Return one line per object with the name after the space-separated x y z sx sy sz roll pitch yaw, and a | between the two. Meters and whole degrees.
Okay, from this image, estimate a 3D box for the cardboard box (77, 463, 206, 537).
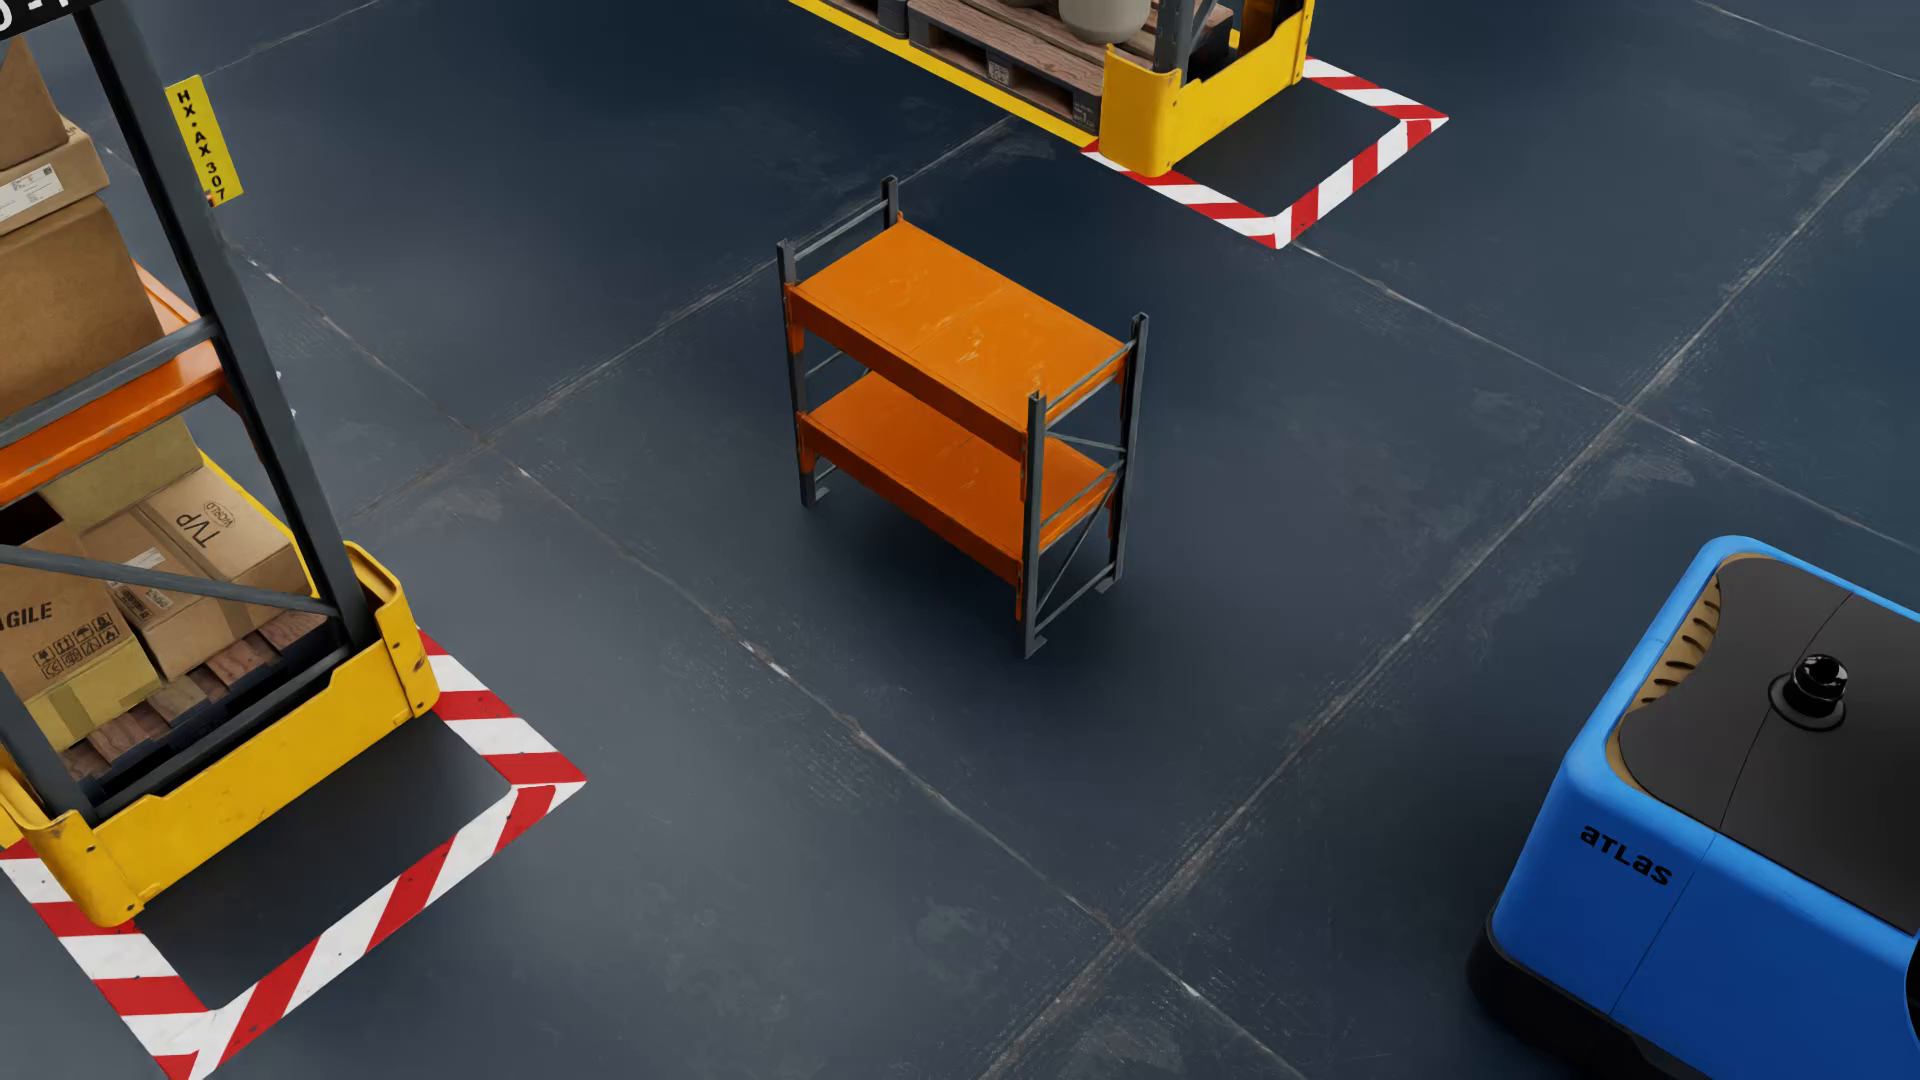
-2.780 -0.149 5.430 0.500 0.250 0.500 34 55 28 | cardboard box

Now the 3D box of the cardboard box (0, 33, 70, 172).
-2.540 -1.058 3.728 0.500 0.500 0.700 34 55 28 | cardboard box

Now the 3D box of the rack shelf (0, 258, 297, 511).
-3.636 -1.059 5.180 4.000 0.370 1.077 34 55 28 | rack shelf

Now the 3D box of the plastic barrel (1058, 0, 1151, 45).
0.660 -2.545 7.500 0.421 0.512 0.421 0 47 0 | plastic barrel

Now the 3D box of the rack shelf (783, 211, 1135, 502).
-0.005 -0.589 5.130 1.000 0.278 0.538 34 55 28 | rack shelf

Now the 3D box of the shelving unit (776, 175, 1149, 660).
-0.005 -0.388 5.343 1.048 1.125 0.538 34 55 28 | shelving unit

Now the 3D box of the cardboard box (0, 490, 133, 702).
-2.763 0.119 4.665 0.500 0.500 0.500 34 55 28 | cardboard box

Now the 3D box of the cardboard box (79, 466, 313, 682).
-2.410 0.097 5.200 0.500 0.250 0.500 34 55 28 | cardboard box

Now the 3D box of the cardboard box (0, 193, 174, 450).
-2.501 -0.588 4.176 0.500 0.500 0.700 34 55 28 | cardboard box

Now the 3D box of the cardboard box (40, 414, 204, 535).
-2.779 -0.406 5.157 0.500 0.500 0.500 34 55 28 | cardboard box

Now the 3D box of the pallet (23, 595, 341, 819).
-2.757 0.282 5.340 1.213 0.211 1.003 34 55 28 | pallet

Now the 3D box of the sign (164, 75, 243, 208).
-1.786 -0.934 3.921 0.005 0.325 0.100 34 55 28 | sign

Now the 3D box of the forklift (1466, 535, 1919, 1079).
2.850 0.636 3.142 3.031 2.935 1.130 30 54 25 | forklift

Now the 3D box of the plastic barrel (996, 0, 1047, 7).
0.292 -2.793 7.733 0.421 0.512 0.421 0 47 0 | plastic barrel

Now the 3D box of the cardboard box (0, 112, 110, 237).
-2.309 -0.882 4.007 0.250 0.149 0.380 34 55 27 | cardboard box

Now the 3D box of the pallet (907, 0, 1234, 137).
0.514 -2.431 7.887 1.213 0.211 1.003 34 55 28 | pallet

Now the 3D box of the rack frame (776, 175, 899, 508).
-0.379 -0.640 5.579 0.032 1.125 0.500 34 55 28 | rack frame

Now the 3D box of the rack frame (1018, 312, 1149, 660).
0.369 -0.137 5.107 0.032 1.125 0.500 34 55 28 | rack frame

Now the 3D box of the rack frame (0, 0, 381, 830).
-2.167 -0.316 3.989 0.127 3.000 1.000 34 55 28 | rack frame

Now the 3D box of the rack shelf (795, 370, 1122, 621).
-0.005 -0.221 5.521 1.000 0.278 0.538 34 55 28 | rack shelf

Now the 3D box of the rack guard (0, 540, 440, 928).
-2.149 0.551 4.890 0.348 0.500 1.175 34 55 28 | rack guard

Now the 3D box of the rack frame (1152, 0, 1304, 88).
1.196 -2.968 6.479 0.127 3.000 1.000 34 55 28 | rack frame

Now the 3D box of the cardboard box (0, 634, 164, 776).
-2.761 0.374 4.939 0.500 0.250 0.500 34 55 28 | cardboard box

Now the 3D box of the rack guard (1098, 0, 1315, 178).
1.108 -2.125 7.402 0.348 0.500 1.175 34 55 28 | rack guard

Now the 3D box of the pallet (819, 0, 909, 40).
-0.378 -3.034 8.454 1.213 0.211 1.003 34 55 28 | pallet
